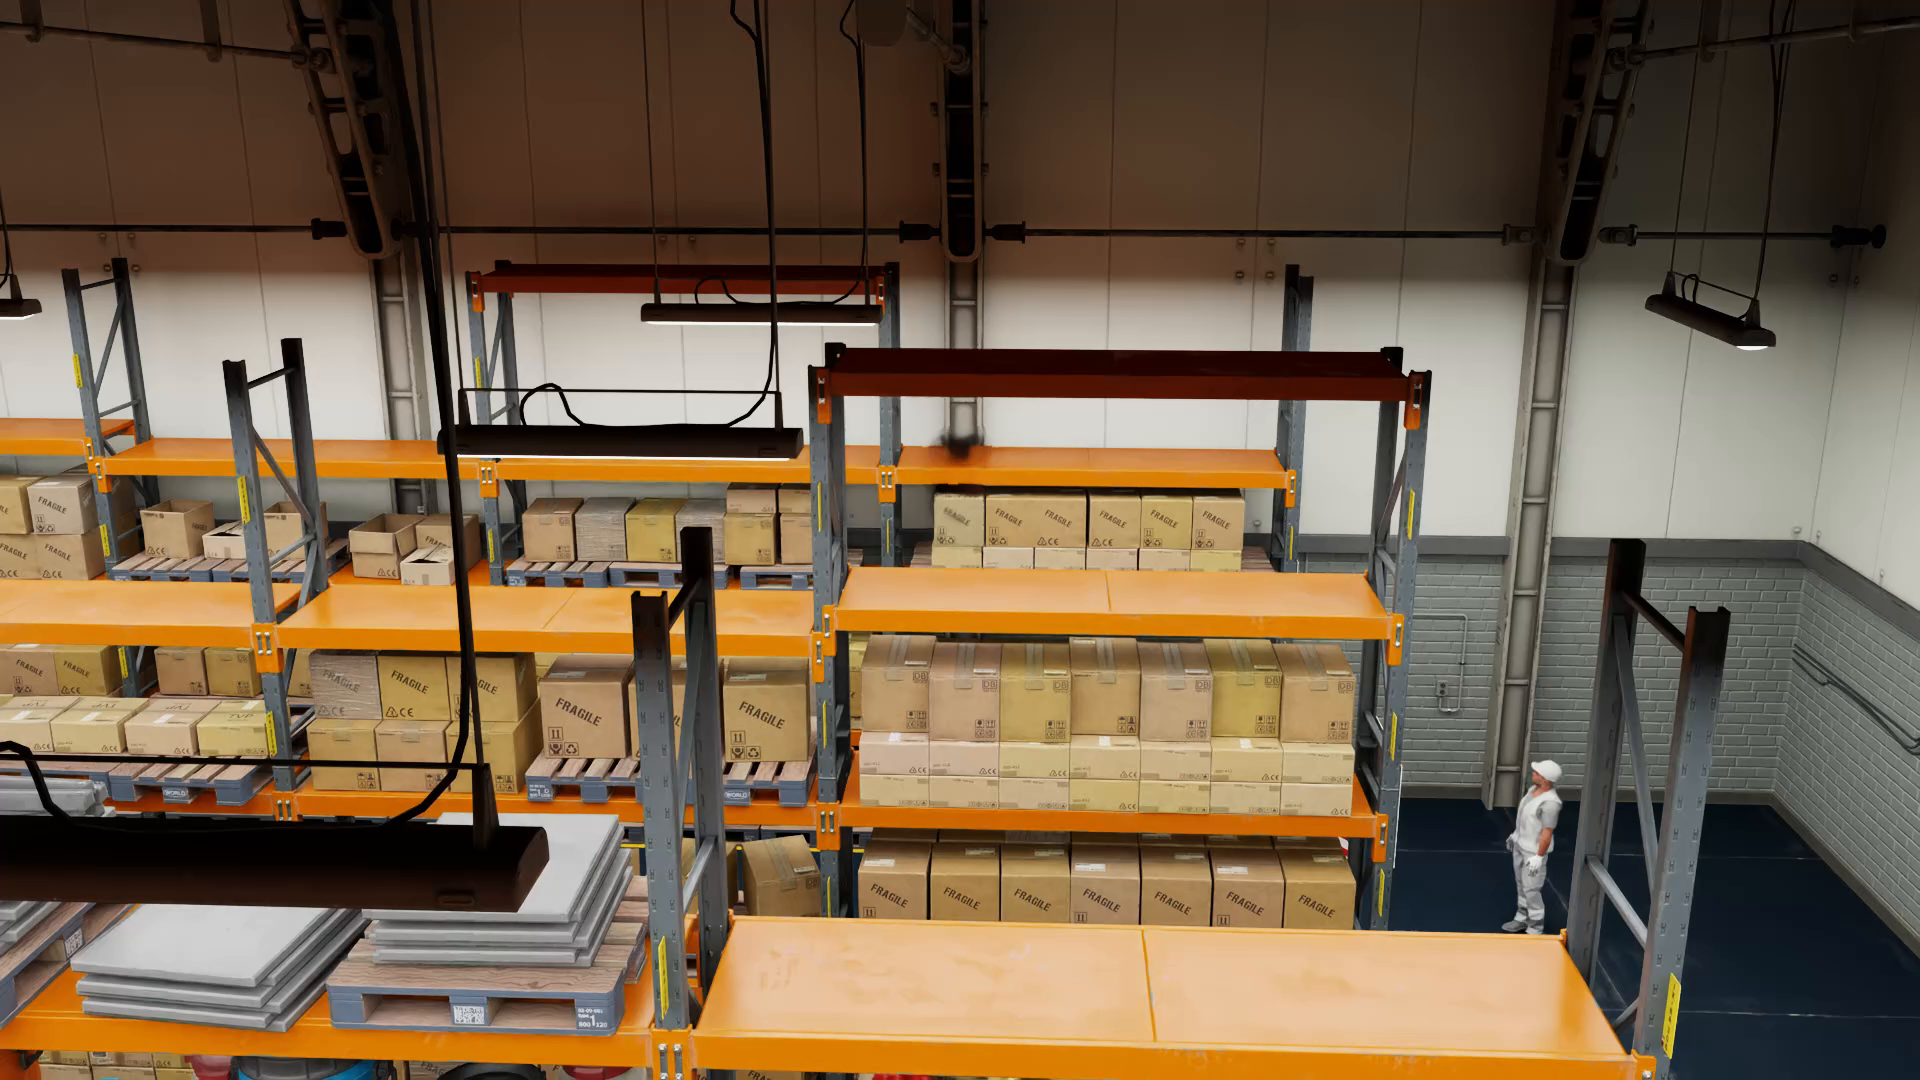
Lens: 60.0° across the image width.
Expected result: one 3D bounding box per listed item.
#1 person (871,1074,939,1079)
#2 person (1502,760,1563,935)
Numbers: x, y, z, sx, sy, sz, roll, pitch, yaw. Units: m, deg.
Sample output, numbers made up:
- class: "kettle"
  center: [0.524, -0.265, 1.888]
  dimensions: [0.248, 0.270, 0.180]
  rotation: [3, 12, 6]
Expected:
- class: "person"
  center: [-0.336, 4.154, 11.325]
  dimensions: [0.729, 1.795, 0.404]
  rotation: [8, 18, 25]
- class: "person"
  center: [5.337, 2.884, 15.524]
  dimensions: [0.398, 1.819, 0.586]
  rotation: [-3, 16, -11]
